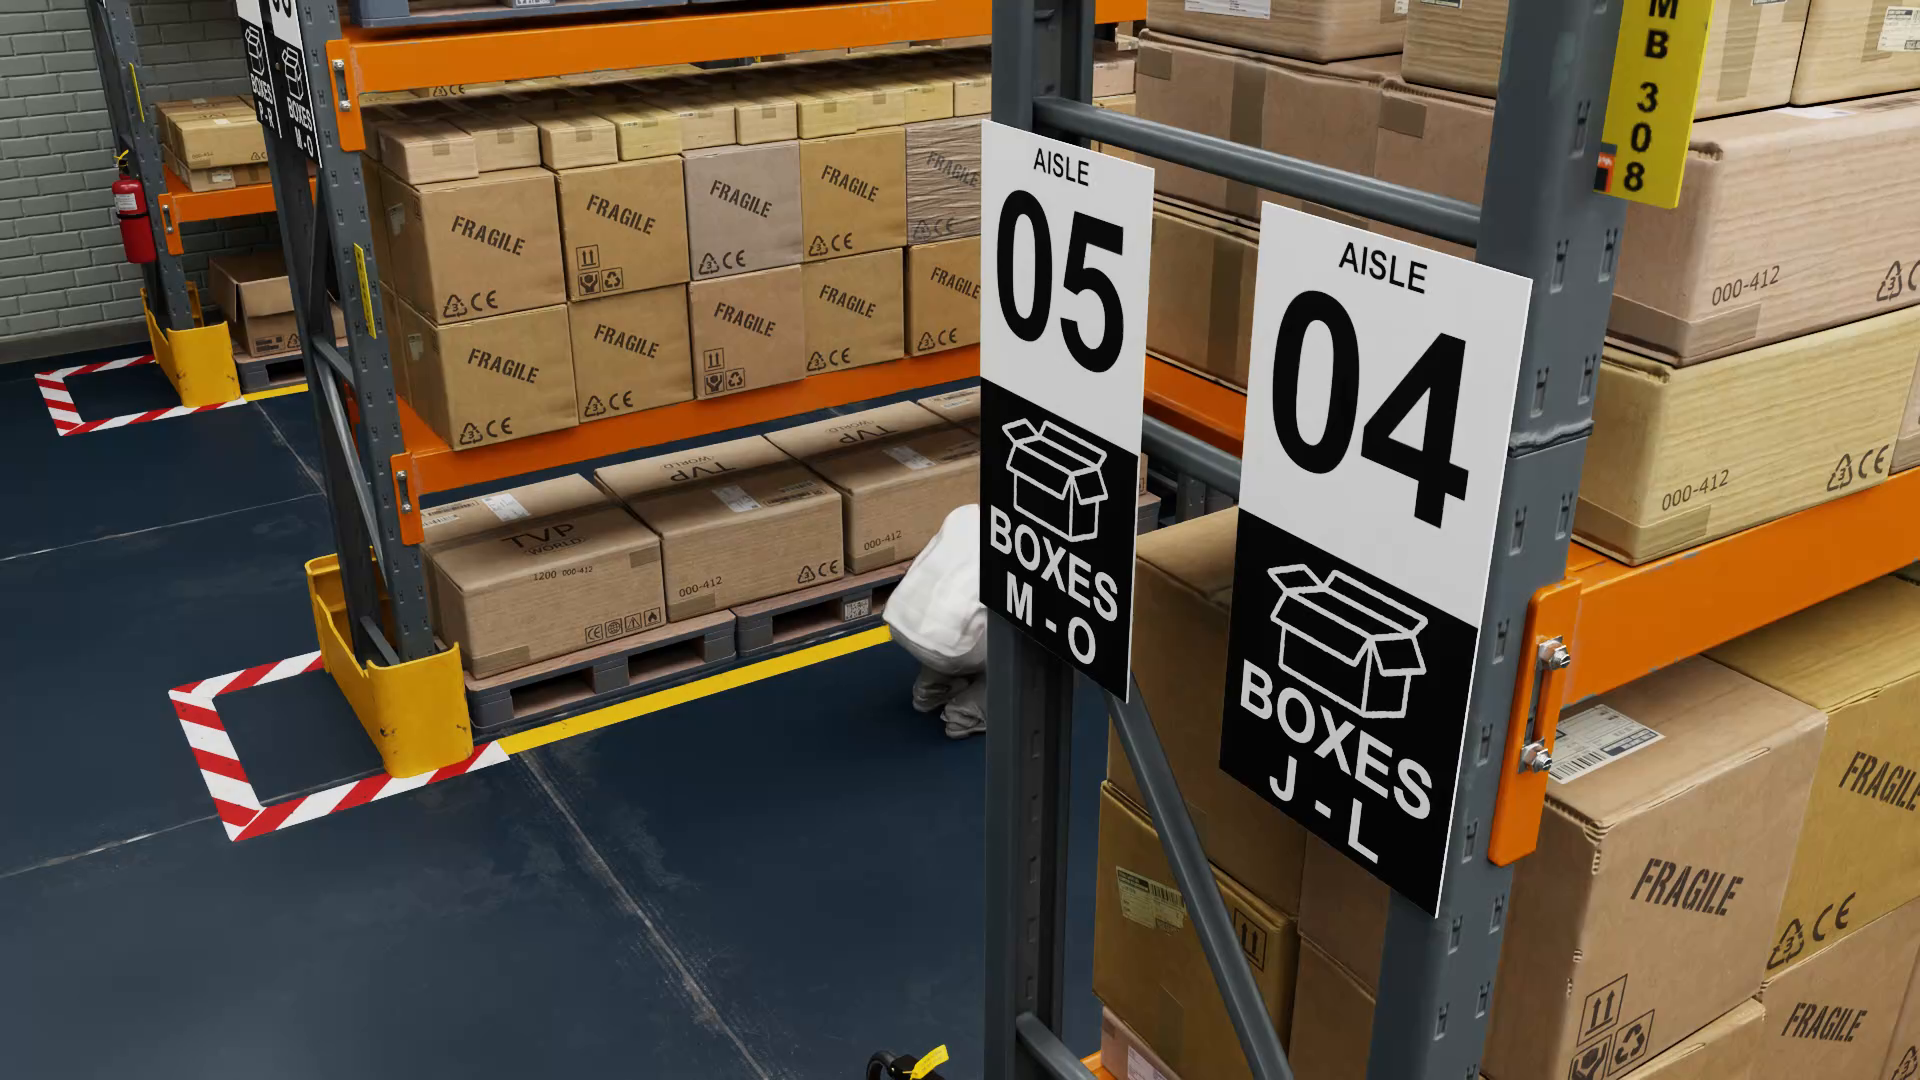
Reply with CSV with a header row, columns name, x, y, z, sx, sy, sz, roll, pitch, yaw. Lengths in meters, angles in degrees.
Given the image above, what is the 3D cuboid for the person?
name,x,y,z,sx,sy,sz,roll,pitch,yaw
person,0.092,0.250,6.943,0.861,1.024,0.522,-16,30,-31
